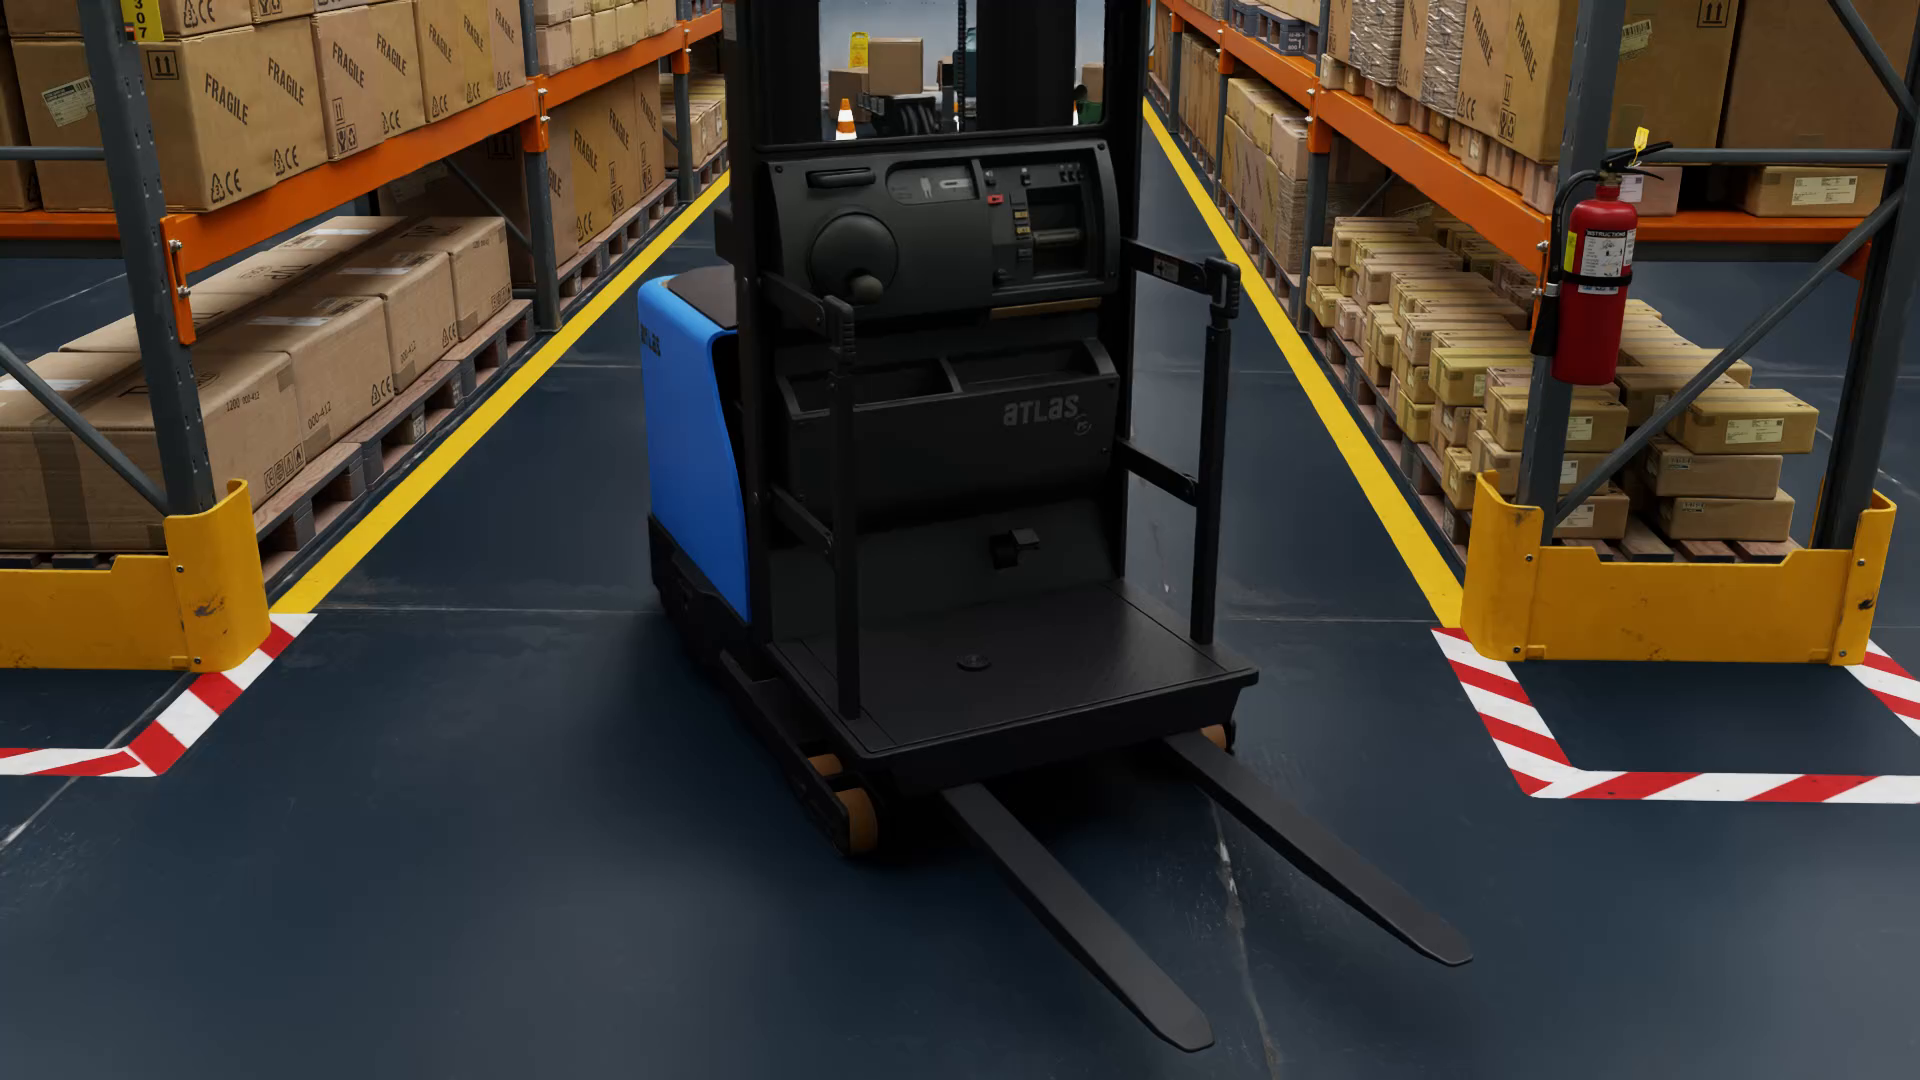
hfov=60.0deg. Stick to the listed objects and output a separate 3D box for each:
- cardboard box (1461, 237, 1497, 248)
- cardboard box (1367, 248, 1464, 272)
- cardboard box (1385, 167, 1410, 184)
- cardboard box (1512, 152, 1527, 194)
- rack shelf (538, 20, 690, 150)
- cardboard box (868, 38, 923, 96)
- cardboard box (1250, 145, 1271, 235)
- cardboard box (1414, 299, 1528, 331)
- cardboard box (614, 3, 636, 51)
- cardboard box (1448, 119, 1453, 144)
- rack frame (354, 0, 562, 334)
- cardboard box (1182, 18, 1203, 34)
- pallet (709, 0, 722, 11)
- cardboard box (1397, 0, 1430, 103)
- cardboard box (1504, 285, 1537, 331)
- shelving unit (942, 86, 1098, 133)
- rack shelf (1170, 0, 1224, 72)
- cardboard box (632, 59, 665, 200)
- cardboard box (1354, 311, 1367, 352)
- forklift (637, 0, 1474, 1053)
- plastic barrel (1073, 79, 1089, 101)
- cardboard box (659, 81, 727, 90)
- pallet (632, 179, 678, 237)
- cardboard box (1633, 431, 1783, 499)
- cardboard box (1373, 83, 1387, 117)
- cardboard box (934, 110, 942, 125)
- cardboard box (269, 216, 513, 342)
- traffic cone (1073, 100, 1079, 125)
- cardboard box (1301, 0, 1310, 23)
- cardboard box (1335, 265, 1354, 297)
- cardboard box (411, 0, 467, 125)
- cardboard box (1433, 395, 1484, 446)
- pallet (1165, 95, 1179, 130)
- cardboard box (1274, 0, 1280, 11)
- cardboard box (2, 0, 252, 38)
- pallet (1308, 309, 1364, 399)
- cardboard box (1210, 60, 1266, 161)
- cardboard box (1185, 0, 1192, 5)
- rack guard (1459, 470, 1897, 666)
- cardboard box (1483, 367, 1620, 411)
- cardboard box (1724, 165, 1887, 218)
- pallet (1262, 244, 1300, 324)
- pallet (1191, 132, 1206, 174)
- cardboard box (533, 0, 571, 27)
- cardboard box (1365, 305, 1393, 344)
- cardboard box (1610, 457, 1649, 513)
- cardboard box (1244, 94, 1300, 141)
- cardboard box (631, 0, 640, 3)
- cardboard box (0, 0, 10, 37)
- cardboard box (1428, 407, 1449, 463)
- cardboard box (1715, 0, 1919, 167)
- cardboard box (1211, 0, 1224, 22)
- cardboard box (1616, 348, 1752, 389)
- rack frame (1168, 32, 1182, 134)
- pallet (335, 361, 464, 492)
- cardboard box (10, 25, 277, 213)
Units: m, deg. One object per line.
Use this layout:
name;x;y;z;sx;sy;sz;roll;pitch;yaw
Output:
cardboard box;2.586;-1.333;7.856;0.380;0.149;0.250;0;21;1
cardboard box;2.077;-1.240;7.615;0.380;0.149;0.250;0;21;0
cardboard box;2.592;-2.148;9.255;0.500;0.250;0.500;0;21;-1
cardboard box;1.956;-1.150;5.194;0.380;0.149;0.250;1;21;2
rack shelf;-2.585;-2.909;10.374;1.077;0.370;4.000;1;21;2
cardboard box;-0.622;-4.593;16.127;0.500;0.500;0.500;1;21;2
cardboard box;2.112;-2.175;10.363;0.500;0.500;0.500;0;21;0
cardboard box;2.035;-0.865;6.650;0.380;0.149;0.250;0;21;0
cardboard box;-2.298;-3.160;10.235;0.500;0.250;0.500;0;21;1
cardboard box;2.038;-1.526;6.162;0.380;0.149;0.250;0;21;-1
rack frame;-2.646;-2.521;8.380;1.000;3.000;0.127;1;21;2
cardboard box;2.638;-4.828;16.681;0.875;0.875;0.875;1;21;2
pallet;-2.505;-4.594;13.988;1.003;0.211;1.213;1;21;2
cardboard box;1.992;-1.957;6.377;0.500;0.500;0.500;2;21;4
cardboard box;2.471;-0.955;6.881;0.380;0.149;0.250;1;21;2
shelving unit;0.190;-0.850;6.147;0.538;1.500;1.048;0;21;-1
rack shelf;2.488;-4.337;14.055;1.077;0.370;4.000;1;21;2
cardboard box;-2.628;-2.924;11.774;0.875;0.875;0.875;0;21;1
cardboard box;2.052;-0.963;7.724;0.380;0.149;0.250;0;21;1
forklift;0.070;-0.776;3.978;1.130;2.935;3.031;-10;23;-23
plastic barrel;1.050;-4.622;17.355;0.512;0.421;0.421;18;27;38
cardboard box;-2.434;-3.935;15.075;0.950;0.372;0.625;2;21;5
pallet;-2.623;-2.383;11.879;1.003;0.211;1.213;1;21;2
cardboard box;2.456;-0.249;5.473;0.380;0.149;0.250;2;21;4
cardboard box;1.993;-1.907;7.145;0.380;0.149;0.250;1;21;3
cardboard box;-0.232;-4.410;17.028;0.258;0.266;0.396;-16;26;-35
cardboard box;-2.772;-1.297;8.185;0.875;0.438;0.875;0;21;1
traffic cone;0.999;-3.745;15.041;0.336;0.463;0.334;1;21;2
cardboard box;2.144;-3.002;9.387;0.380;0.149;0.250;0;21;-1
cardboard box;2.056;-1.289;8.153;0.380;0.149;0.250;1;21;2
cardboard box;-2.415;-2.029;6.974;0.500;0.500;0.500;0;21;1
cardboard box;1.928;-0.444;5.977;0.380;0.149;0.250;0;21;-1
pallet;2.650;-4.370;16.999;1.003;0.211;1.213;1;21;2
cardboard box;2.173;-3.389;10.384;0.380;0.149;0.250;1;21;2
cardboard box;-2.468;-1.758;4.893;0.500;0.500;0.500;0;21;0
pallet;2.320;-0.960;8.211;1.003;0.211;1.213;1;21;2
cardboard box;2.535;-3.316;12.957;1.050;0.750;0.750;0;21;1
cardboard box;2.231;-4.892;14.352;0.500;0.500;0.500;1;21;1
rack guard;2.186;0.081;5.129;1.175;0.500;0.348;1;21;2
cardboard box;2.012;-0.485;5.672;0.380;0.149;0.250;1;21;3
cardboard box;2.521;-1.053;4.944;0.380;0.149;0.250;0;21;1
pallet;2.328;-1.485;9.564;1.003;0.211;1.213;1;21;2
pallet;2.566;-3.374;14.432;1.003;0.211;1.213;1;21;2
cardboard box;-2.350;-2.840;8.719;0.500;0.250;0.500;0;21;0
cardboard box;1.971;-0.913;7.184;0.380;0.149;0.250;0;21;1
cardboard box;2.446;-0.205;5.771;0.380;0.149;0.250;1;21;1
cardboard box;2.121;-2.721;10.733;0.500;0.250;0.500;1;21;2
cardboard box;-2.292;-3.582;10.630;0.500;0.250;0.500;0;21;0
cardboard box;-2.990;-1.765;4.910;0.500;0.500;0.500;1;21;3
cardboard box;1.986;-0.394;6.259;0.380;0.149;0.250;1;21;2
cardboard box;2.473;-1.402;4.945;0.500;0.500;0.500;2;21;4
cardboard box;2.172;-4.162;12.470;0.500;0.500;0.500;1;21;2
cardboard box;2.563;-0.577;5.909;0.380;0.149;0.250;1;21;1
rack frame;2.549;-5.396;15.789;1.000;3.000;0.127;1;21;2
pallet;-2.781;-0.505;7.038;1.003;0.211;1.213;1;21;2
cardboard box;-2.466;-1.292;5.074;0.500;0.500;0.500;0;21;1
